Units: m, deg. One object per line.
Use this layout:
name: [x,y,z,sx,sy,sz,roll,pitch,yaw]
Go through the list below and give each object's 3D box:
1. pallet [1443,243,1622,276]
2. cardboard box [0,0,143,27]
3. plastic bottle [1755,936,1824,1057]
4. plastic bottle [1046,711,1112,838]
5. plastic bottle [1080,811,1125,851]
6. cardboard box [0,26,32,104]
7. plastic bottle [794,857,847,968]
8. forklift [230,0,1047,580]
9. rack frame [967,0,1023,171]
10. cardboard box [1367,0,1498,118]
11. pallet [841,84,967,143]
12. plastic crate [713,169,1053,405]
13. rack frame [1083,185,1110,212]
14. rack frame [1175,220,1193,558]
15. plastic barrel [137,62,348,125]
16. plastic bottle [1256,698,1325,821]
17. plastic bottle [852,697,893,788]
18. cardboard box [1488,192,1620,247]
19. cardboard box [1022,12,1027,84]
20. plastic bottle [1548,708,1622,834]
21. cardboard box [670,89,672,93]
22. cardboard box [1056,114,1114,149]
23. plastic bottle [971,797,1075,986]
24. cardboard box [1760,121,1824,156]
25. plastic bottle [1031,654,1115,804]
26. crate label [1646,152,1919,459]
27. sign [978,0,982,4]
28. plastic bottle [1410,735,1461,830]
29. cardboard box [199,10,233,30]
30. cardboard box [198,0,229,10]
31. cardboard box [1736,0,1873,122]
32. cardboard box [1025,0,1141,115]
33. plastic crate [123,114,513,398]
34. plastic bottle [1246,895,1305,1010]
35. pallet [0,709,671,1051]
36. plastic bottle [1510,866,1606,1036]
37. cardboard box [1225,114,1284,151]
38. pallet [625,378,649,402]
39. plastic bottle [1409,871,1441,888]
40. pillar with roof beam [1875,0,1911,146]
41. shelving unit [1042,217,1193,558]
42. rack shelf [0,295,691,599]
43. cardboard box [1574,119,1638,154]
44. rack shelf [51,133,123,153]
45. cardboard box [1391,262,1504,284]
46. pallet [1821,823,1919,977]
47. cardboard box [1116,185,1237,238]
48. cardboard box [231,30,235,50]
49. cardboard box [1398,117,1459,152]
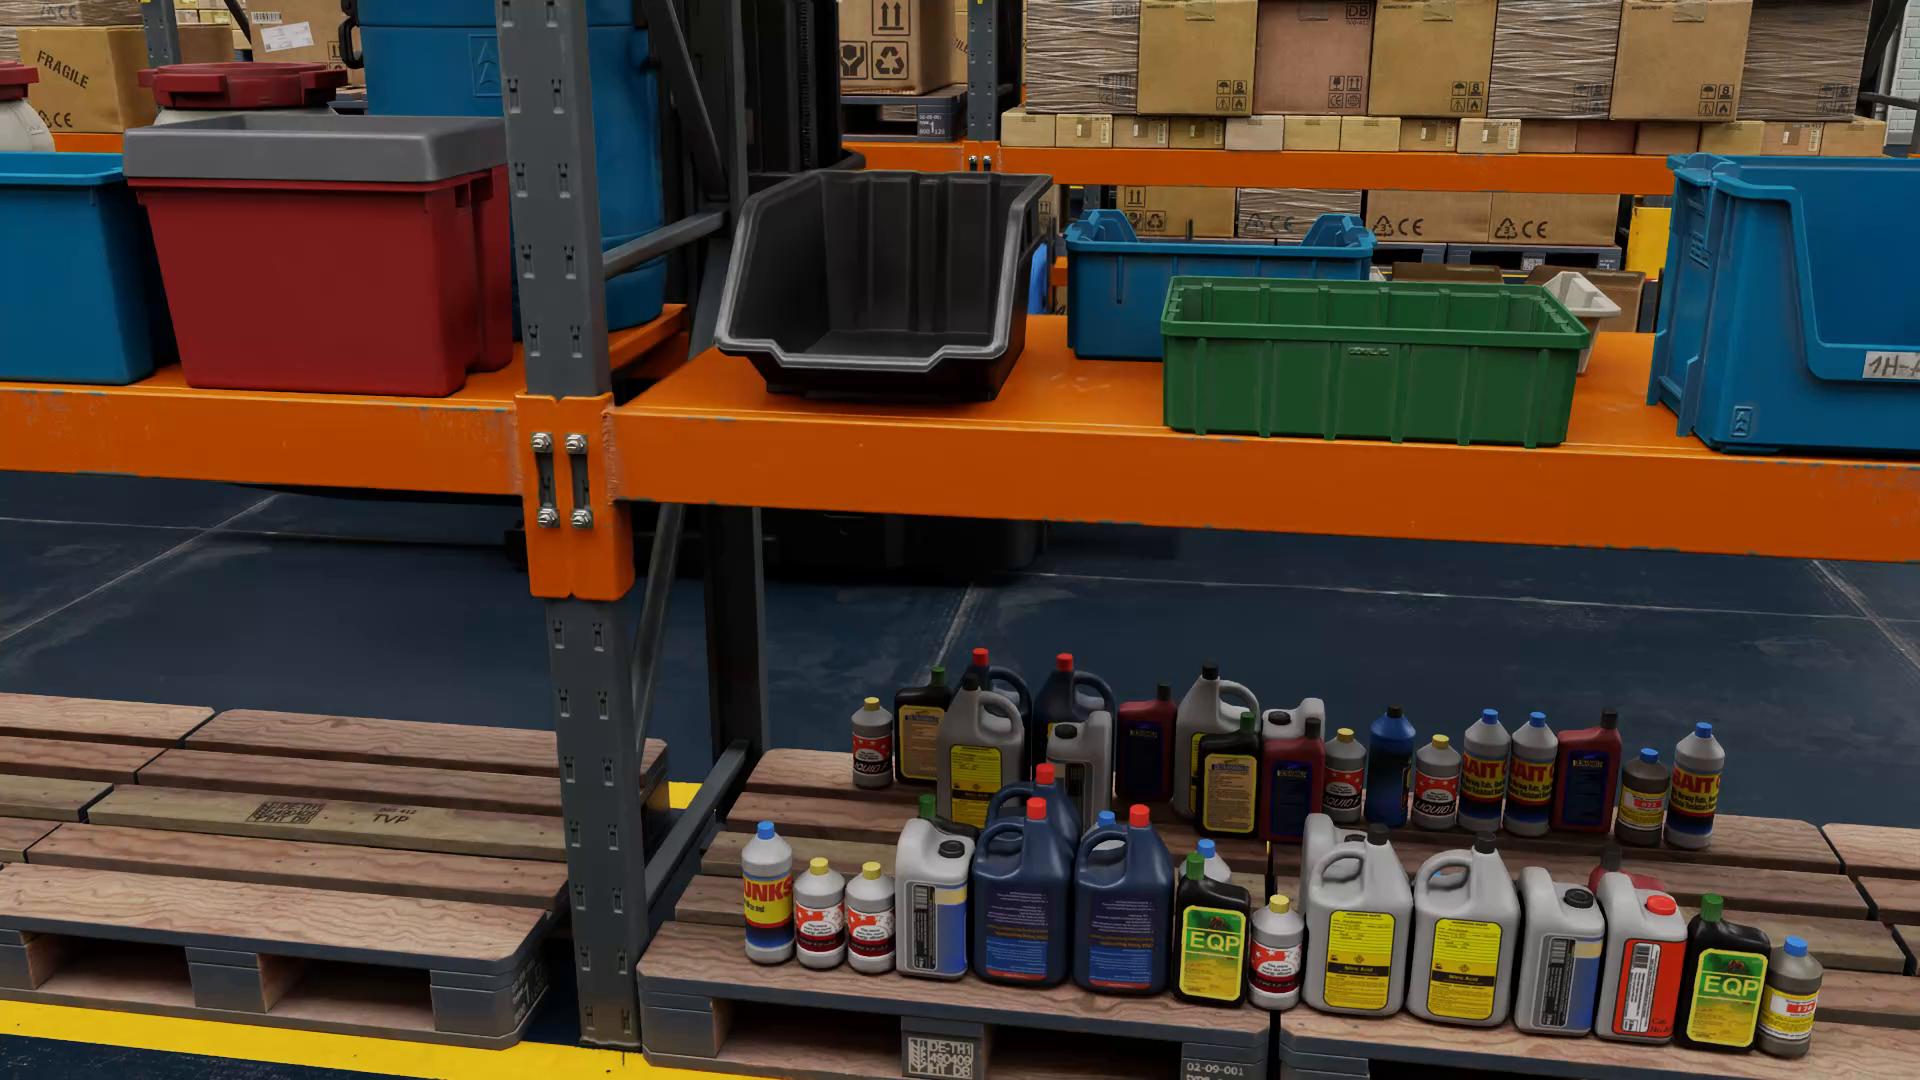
pallet: [4.207,-2.164,12.437,1.213,0.211,1.003,3,19,9]
cardboard box: [-4.496,-2.889,8.472,0.637,0.503,0.797,4,19,11]
plastic bottle: [1.454,0.793,2.921,0.097,0.201,0.097,0,18,0]
plastic bottle: [0.260,0.511,3.647,0.135,0.276,0.152,3,19,9]
plastic bottle: [0.281,0.654,3.227,0.097,0.271,0.097,0,18,0]
cardboard box: [-4.794,-2.346,8.429,0.500,0.500,0.500,3,19,8]
plastic bottle: [-0.267,0.706,3.184,0.097,0.201,0.097,0,18,0]
forklift: [-1.199,-1.438,5.982,3.031,2.935,1.130,2,19,7]
rack frame: [0.173,-2.123,7.921,0.127,3.000,1.000,3,19,9]
cardboard box: [2.092,-2.201,7.529,0.500,0.500,0.875,3,19,9]
pallet: [-0.559,-2.116,8.202,1.213,0.211,1.003,3,19,9]
plastic crate: [-0.116,-0.476,3.095,0.504,0.338,0.767,3,19,9]
rack frame: [1.059,-3.672,12.550,0.127,3.000,1.000,3,19,9]
rack frame: [0.810,-0.539,6.024,0.015,1.200,0.240,2,19,7]
plastic barrel: [-1.522,-0.753,3.611,0.433,0.535,0.433,0,18,0]
plastic bottle: [0.737,0.489,3.713,0.135,0.276,0.152,3,19,10]
plastic bottle: [-0.205,0.468,3.894,0.097,0.201,0.097,0,18,0]
cardboard box: [4.329,-2.675,12.258,0.875,0.875,0.875,3,19,9]
cardboard box: [0.502,-3.662,12.362,0.500,0.500,0.500,3,19,8]
plastic bottle: [1.375,0.504,3.658,0.133,0.283,0.061,3,19,10]
cardboard box: [-1.553,-2.429,8.012,0.637,0.503,0.797,5,19,14]
cardboard box: [0.582,-1.882,7.597,0.250,0.149,0.380,3,19,9]
plastic bottle: [0.119,0.647,3.124,0.185,0.351,0.144,3,19,10]
cardboard box: [3.561,-1.765,7.247,0.250,0.149,0.380,3,19,9]
plastic bottle: [0.258,0.428,3.778,0.185,0.351,0.144,2,19,6]
crate label: [1.477,-0.395,2.699,0.616,0.435,0.502,3,19,9]
sign: [0.088,-2.498,7.217,0.005,0.325,0.100,3,19,9]
plastic bottle: [1.061,0.532,3.702,0.097,0.201,0.097,0,18,0]
cardboard box: [-5.755,-4.093,13.075,0.250,0.149,0.380,2,19,6]
cardboard box: [-5.748,-4.233,13.025,0.250,0.149,0.380,3,19,8]
cardboard box: [3.584,-2.146,7.364,0.500,0.500,0.875,3,19,9]
cardboard box: [0.607,-2.269,7.732,0.500,0.500,0.875,3,19,9]
plastic crate: [-1.139,-0.530,3.059,0.583,0.464,0.402,3,19,9]
plastic bottle: [0.581,0.749,3.054,0.097,0.201,0.097,0,18,0]
pallet: [-1.394,0.724,3.807,1.213,0.211,1.003,3,19,9]
plastic bottle: [1.072,0.730,2.994,0.135,0.276,0.152,2,19,7]
cardboard box: [1.322,-1.843,7.480,0.250,0.149,0.380,3,19,9]
pallet: [-1.804,-0.900,8.660,1.213,0.211,1.003,3,19,9]
plastic bottle: [0.884,0.718,3.147,0.097,0.201,0.097,0,18,0]
pillar with roof beam: [11.175,-8.093,16.309,0.400,9.000,9.100,3,19,9]
shelving unit: [0.568,-0.549,6.053,0.503,1.200,0.258,2,19,7]
rack shelf: [-2.587,-0.331,3.698,4.000,0.370,1.077,3,19,9]
cardboard box: [2.822,-1.804,7.364,0.250,0.149,0.380,3,19,9]
rack shelf: [-5.751,-2.084,8.937,4.000,0.370,1.077,3,19,9]
cardboard box: [2.298,-1.029,7.928,0.500,0.500,0.500,5,19,14]
pallet: [2.453,0.921,3.218,1.213,0.211,1.003,3,19,9]
cardboard box: [1.669,-2.810,12.660,0.875,0.875,0.875,3,19,9]
cardboard box: [-5.755,-3.952,13.120,0.250,0.149,0.380,3,19,9]
cardboard box: [2.075,-1.829,7.438,0.250,0.149,0.380,3,19,9]
